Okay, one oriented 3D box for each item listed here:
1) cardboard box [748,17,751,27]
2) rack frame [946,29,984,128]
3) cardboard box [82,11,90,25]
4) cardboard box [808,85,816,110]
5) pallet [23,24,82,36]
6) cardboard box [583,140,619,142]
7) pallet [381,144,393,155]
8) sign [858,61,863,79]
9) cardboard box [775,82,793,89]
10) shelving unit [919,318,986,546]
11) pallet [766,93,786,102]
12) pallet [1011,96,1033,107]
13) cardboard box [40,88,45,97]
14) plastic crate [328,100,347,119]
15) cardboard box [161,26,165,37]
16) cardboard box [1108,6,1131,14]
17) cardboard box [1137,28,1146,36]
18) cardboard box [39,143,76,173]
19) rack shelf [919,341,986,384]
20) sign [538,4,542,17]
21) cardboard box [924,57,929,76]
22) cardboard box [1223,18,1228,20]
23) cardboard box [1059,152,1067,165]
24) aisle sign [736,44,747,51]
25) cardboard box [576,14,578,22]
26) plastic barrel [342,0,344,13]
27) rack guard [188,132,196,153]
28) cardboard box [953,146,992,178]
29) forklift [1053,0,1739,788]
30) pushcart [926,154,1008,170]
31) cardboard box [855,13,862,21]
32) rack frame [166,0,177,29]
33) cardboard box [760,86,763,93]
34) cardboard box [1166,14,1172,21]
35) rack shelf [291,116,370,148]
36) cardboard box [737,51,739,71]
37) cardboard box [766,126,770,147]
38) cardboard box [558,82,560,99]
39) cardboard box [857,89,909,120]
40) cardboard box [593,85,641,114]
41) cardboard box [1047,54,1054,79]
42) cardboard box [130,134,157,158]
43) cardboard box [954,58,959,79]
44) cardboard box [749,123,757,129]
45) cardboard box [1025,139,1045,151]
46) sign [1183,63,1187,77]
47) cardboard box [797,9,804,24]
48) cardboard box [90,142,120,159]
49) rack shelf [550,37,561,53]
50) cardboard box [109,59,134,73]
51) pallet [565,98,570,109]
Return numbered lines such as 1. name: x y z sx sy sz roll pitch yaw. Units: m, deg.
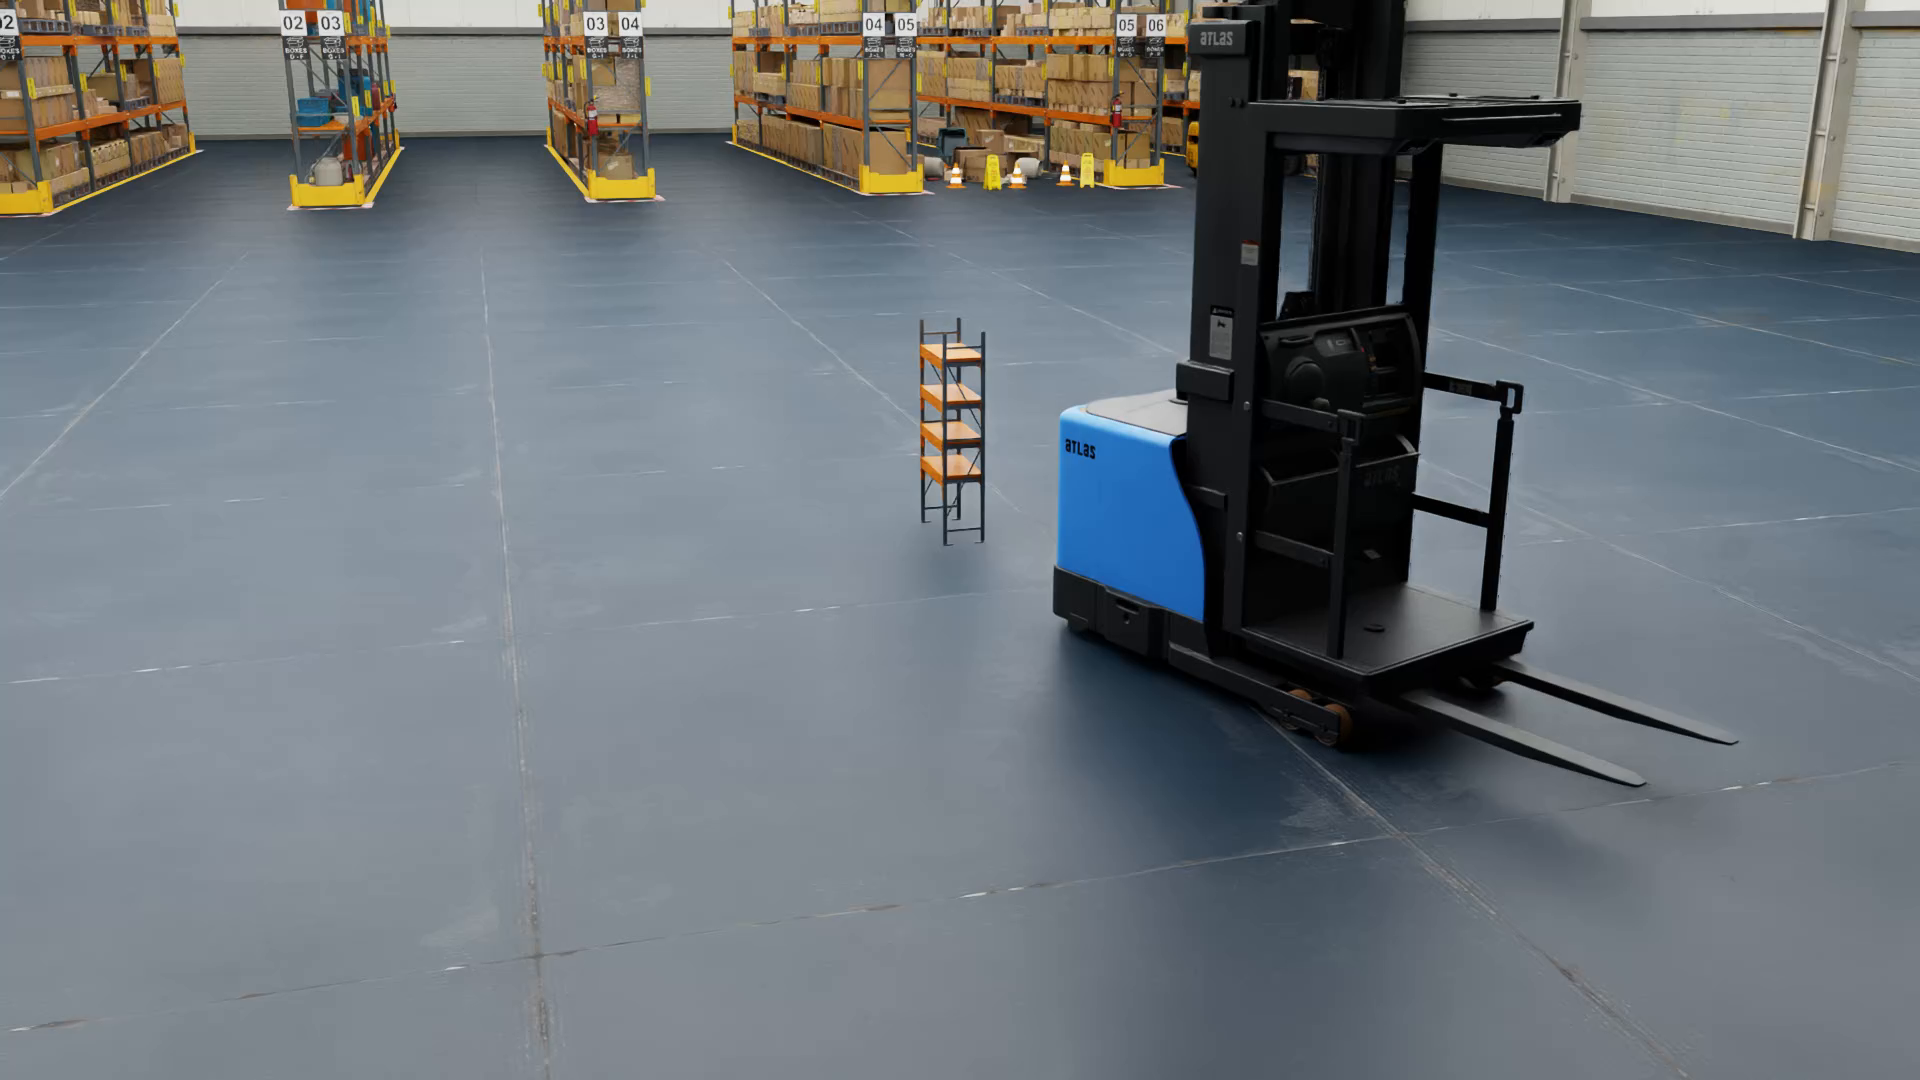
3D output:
1. cardboard box: -5.097 -13.162 42.233 0.500 0.250 0.500 -5 18 -18
2. rack frame: 0.138 -11.725 43.270 1.000 3.000 0.127 -5 17 -15
3. cardboard box: -17.331 -10.195 32.494 0.500 0.250 0.500 -5 17 -16
4. cardboard box: -2.935 -9.403 35.369 0.500 0.500 0.500 -5 17 -16
5. pallet: -16.973 -9.534 31.096 0.805 0.209 1.217 -5 18 -17
6. cardboard box: -7.453 -8.047 34.607 0.700 0.500 0.500 -5 17 -16
7. pallet: -14.731 -9.752 41.552 1.003 0.211 1.213 -5 17 -15
8. sign: -1.822 -8.615 30.494 0.100 0.325 0.005 -5 17 -15
9. cardboard box: -4.068 -10.523 38.459 0.380 0.149 0.250 -4 17 -14
10. shelving unit: -0.045 -0.620 9.432 0.258 1.200 0.503 -5 17 -15
11. pallet: -4.078 -10.651 40.031 1.003 0.211 1.213 -5 17 -15
12. pallet: 1.821 -9.982 37.802 1.003 0.211 1.213 -5 17 -15
13. cardboard box: -15.805 -7.609 28.268 0.380 0.149 0.250 -5 18 -17
14. plastic crate: -11.933 -8.152 31.485 0.767 0.338 0.504 -5 17 -15
15. cardboard box: -19.222 -12.093 39.543 0.500 0.250 0.500 -5 17 -15
16. cardboard box: 3.059 -10.174 31.944 0.380 0.149 0.250 -5 17 -15
17. cardboard box: 3.657 -9.839 32.216 0.380 0.149 0.250 -5 17 -15
18. cardboard box: -16.113 -6.801 29.626 0.500 0.500 0.500 -5 17 -15
19. rack shelf: -0.045 -0.997 9.319 0.258 0.148 0.480 -5 17 -15
20. sign: -11.025 -13.898 43.636 0.100 0.325 0.005 -5 17 -15
21. cardboard box: -0.668 -12.780 44.873 0.500 0.500 0.500 -5 17 -15
22. cardboard box: 6.302 -11.964 38.386 0.380 0.149 0.250 -5 17 -16
23. cardboard box: 2.396 -8.065 35.136 0.500 0.250 0.500 -4 17 -12
24. aisle sign: -6.002 -13.653 45.172 0.394 0.787 0.004 -5 17 -15
25. cardboard box: -7.005 -9.812 31.257 0.380 0.149 0.250 -5 17 -16
26. plastic barrel: -13.037 -10.875 34.358 0.600 0.901 0.600 0 17 0
27. rack guard: -19.995 -10.047 42.031 1.175 0.500 0.348 -5 17 -15
28. cardboard box: 0.254 -7.818 34.370 0.797 0.637 0.503 -5 17 -15
29. forklift: 1.732 -0.736 6.806 1.130 2.935 3.031 -12 21 -35
30. pushcart: 0.158 -8.062 35.635 1.648 0.377 0.936 -12 20 -34
31. cardboard box: -1.713 -9.616 30.571 0.380 0.149 0.250 -5 17 -15
32. rack frame: -20.016 -14.139 40.878 1.000 3.000 0.127 -5 17 -15
33. cardboard box: -4.643 -10.955 40.416 0.380 0.149 0.250 -5 18 -18
34. cardboard box: 5.345 -13.071 41.589 0.380 0.149 0.250 -5 17 -16
35. rack shelf: -11.405 -7.439 30.253 1.077 0.370 4.000 -5 17 -15
36. cardboard box: -5.680 -12.797 44.411 0.500 0.500 0.500 -4 17 -14
37. cardboard box: -4.499 -9.938 40.937 0.500 0.500 0.500 -4 17 -13
38. cardboard box: -9.081 -10.422 38.760 0.500 0.500 0.500 -4 17 -14
39. cardboard box: -1.442 -8.157 31.132 0.875 0.550 0.550 -5 17 -15
40. cardboard box: -6.218 -7.967 30.068 0.875 0.500 0.500 -5 17 -15
41. cardboard box: 2.249 -10.042 35.240 0.700 0.500 0.500 -5 17 -16
42. cardboard box: -18.240 -8.783 37.056 0.500 0.500 0.500 -4 17 -15
43. cardboard box: 0.149 -11.968 42.170 0.500 0.500 0.500 -5 17 -16
44. cardboard box: -5.285 -10.785 43.334 0.380 0.149 0.250 -6 18 -18
45. cardboard box: 1.989 -8.798 37.365 0.950 0.372 0.625 -4 17 -12
46. sign: 5.490 -11.483 40.590 0.100 0.325 0.005 -5 17 -15
47. cardboard box: -3.228 -11.344 36.039 0.500 0.311 0.500 -5 17 -16
48. cardboard box: -17.151 -7.797 33.269 0.500 0.311 0.500 -5 17 -16
49. rack shelf: -8.841 -11.480 38.492 1.077 0.370 4.000 -5 17 -15
50. cardboard box: -19.304 -10.805 38.297 0.500 0.500 0.500 -5 17 -15
51. pallet: -7.993 -9.554 36.378 1.213 0.211 1.003 -5 17 -15
